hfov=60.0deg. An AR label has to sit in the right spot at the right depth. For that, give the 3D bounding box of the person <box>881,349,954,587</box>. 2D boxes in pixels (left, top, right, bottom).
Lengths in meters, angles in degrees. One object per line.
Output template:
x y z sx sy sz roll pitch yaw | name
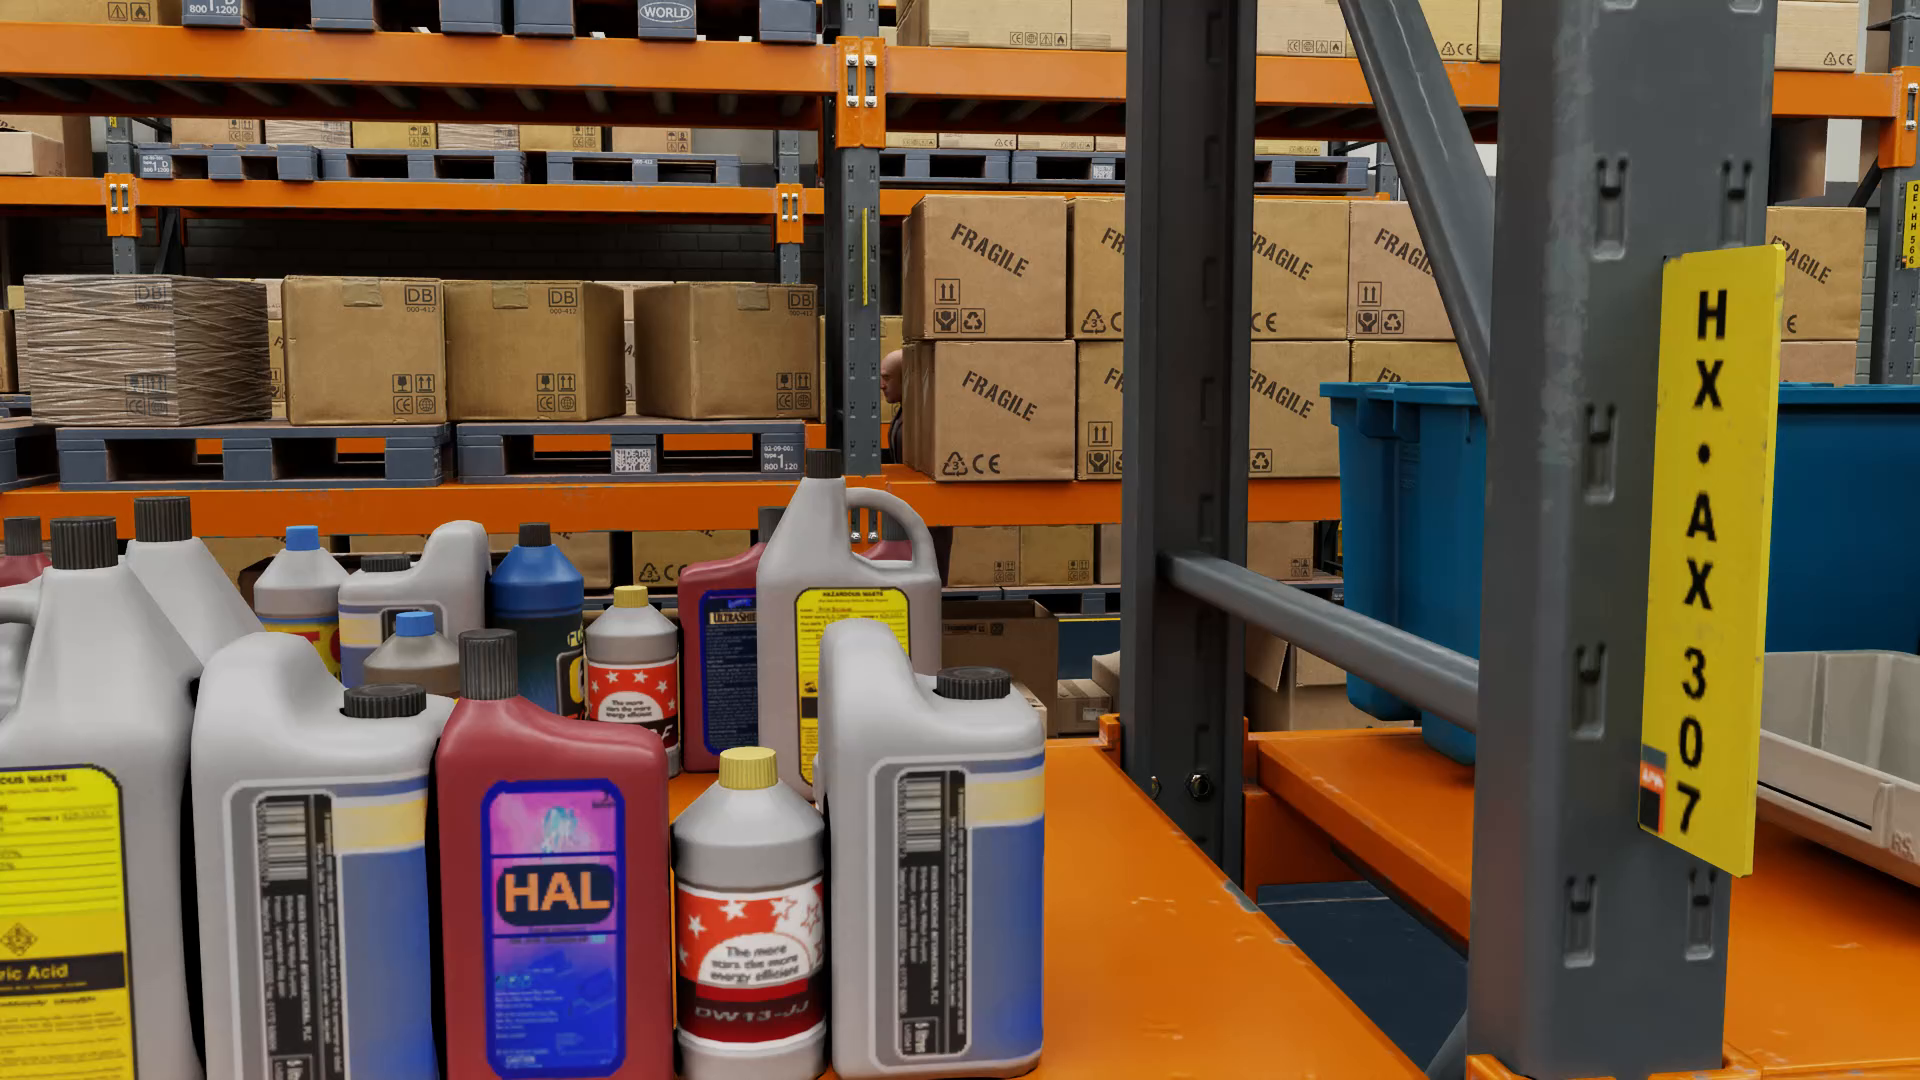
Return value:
-0.230 -0.021 7.957 0.428 1.774 0.644 -1 6 -11 | person
